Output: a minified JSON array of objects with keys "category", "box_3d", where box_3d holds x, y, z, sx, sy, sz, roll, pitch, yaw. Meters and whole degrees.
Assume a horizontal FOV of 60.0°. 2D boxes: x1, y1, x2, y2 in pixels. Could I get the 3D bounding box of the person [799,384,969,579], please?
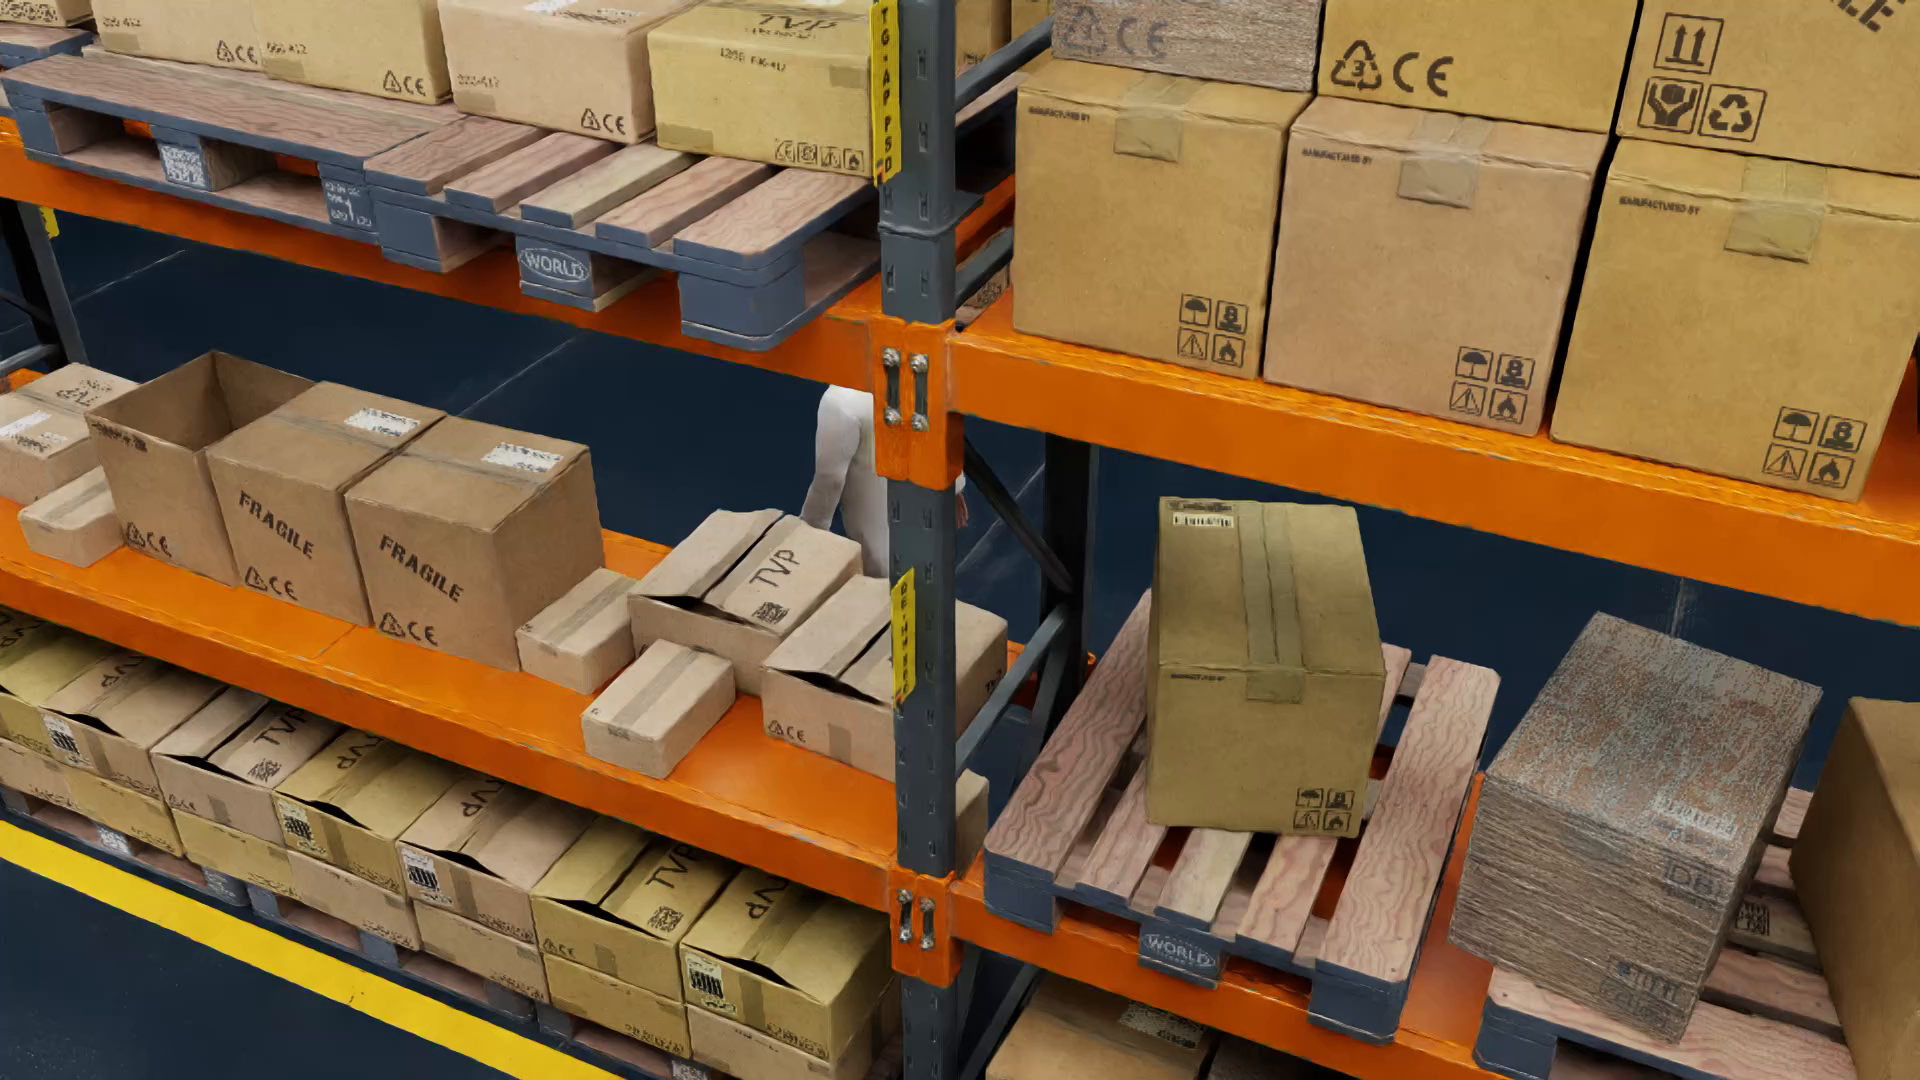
[{"category":"person","box_3d":[-0.354,-0.144,6.342,1.053,1.684,0.616,15,36,22]}]
